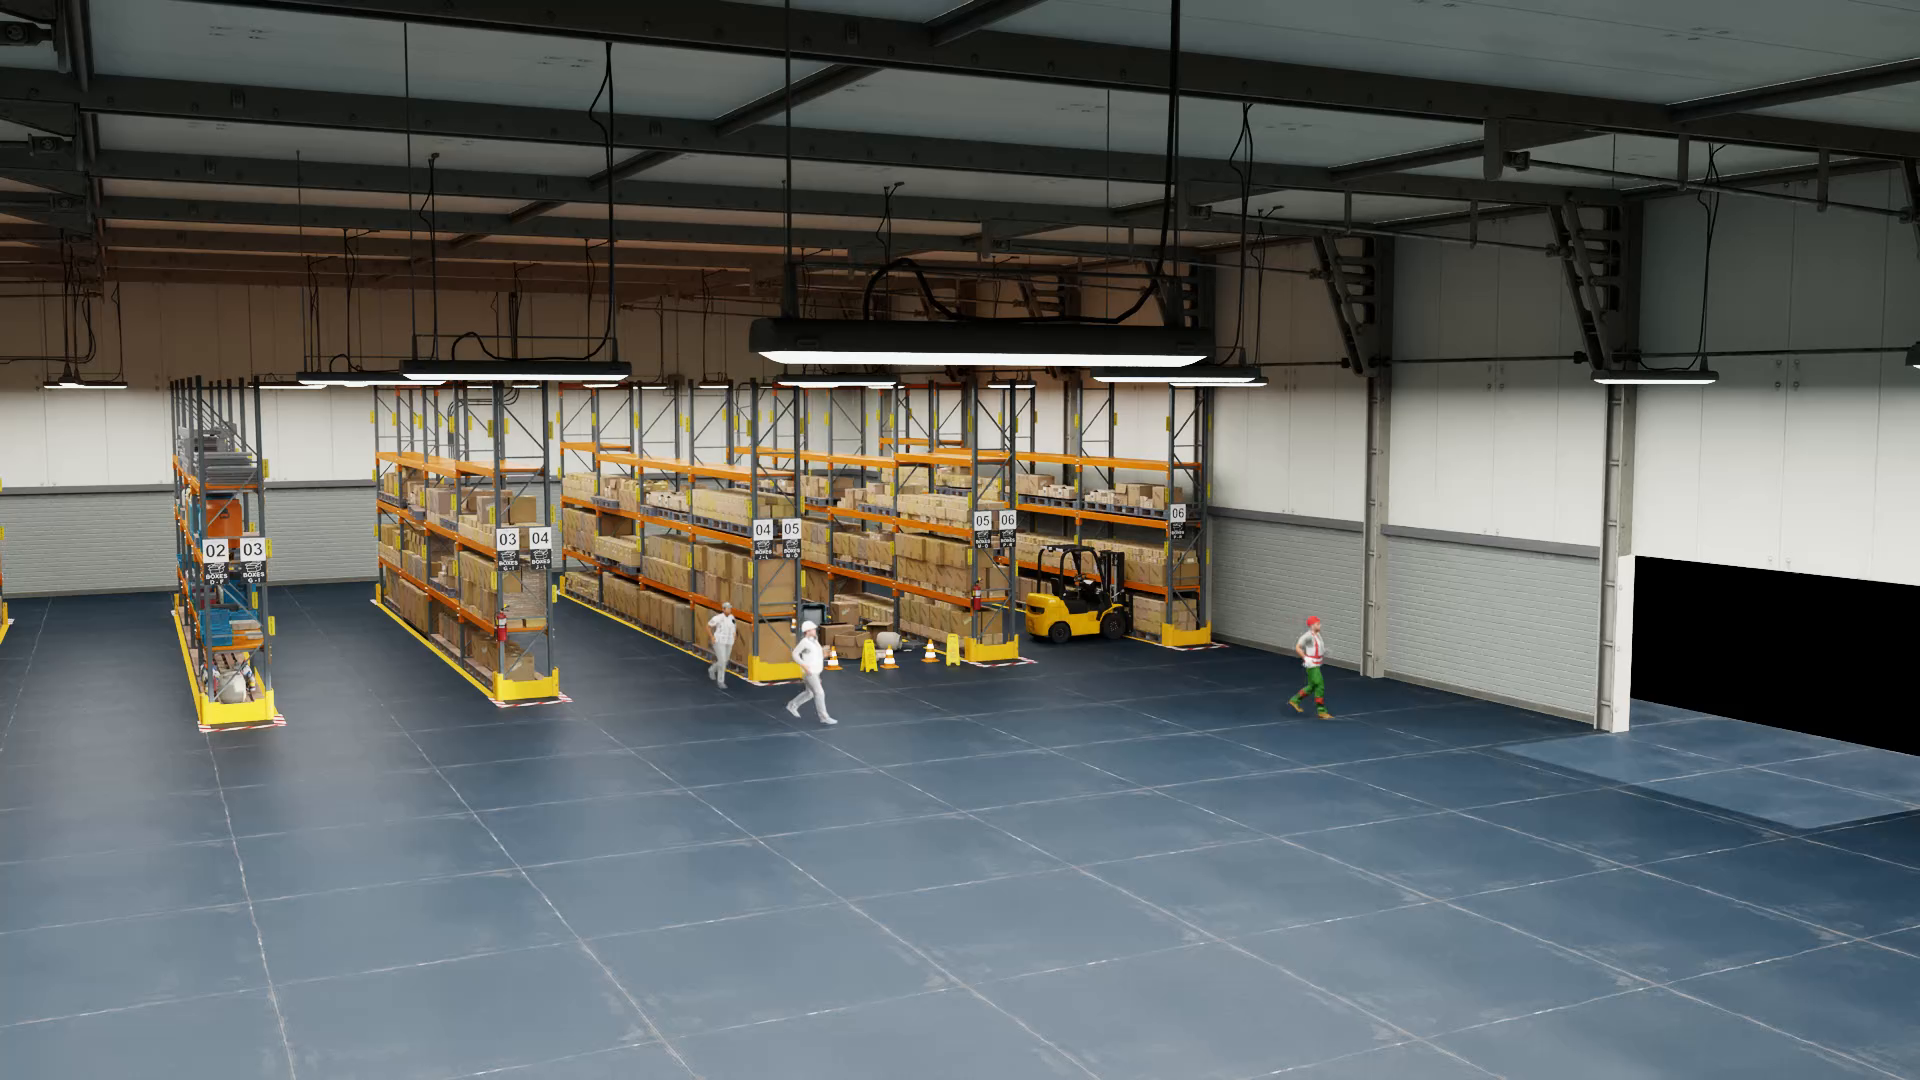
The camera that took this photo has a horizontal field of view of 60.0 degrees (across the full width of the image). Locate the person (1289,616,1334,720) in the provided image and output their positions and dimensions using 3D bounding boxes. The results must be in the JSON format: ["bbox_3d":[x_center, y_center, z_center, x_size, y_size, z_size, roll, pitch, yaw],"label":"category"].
[{"bbox_3d":[6.185,2.225,29.216,0.862,1.796,0.651,3,6,29],"label":"person"}]

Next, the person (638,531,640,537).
[{"bbox_3d":[-9.266,0.577,48.128,0.901,1.709,0.602,5,7,44],"label":"person"}]

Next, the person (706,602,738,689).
[{"bbox_3d":[-4.649,2.041,32.521,0.626,1.657,0.805,-5,7,-42],"label":"person"}]

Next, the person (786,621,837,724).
[{"bbox_3d":[-2.570,2.269,28.656,0.971,1.754,0.657,1,5,13],"label":"person"}]
